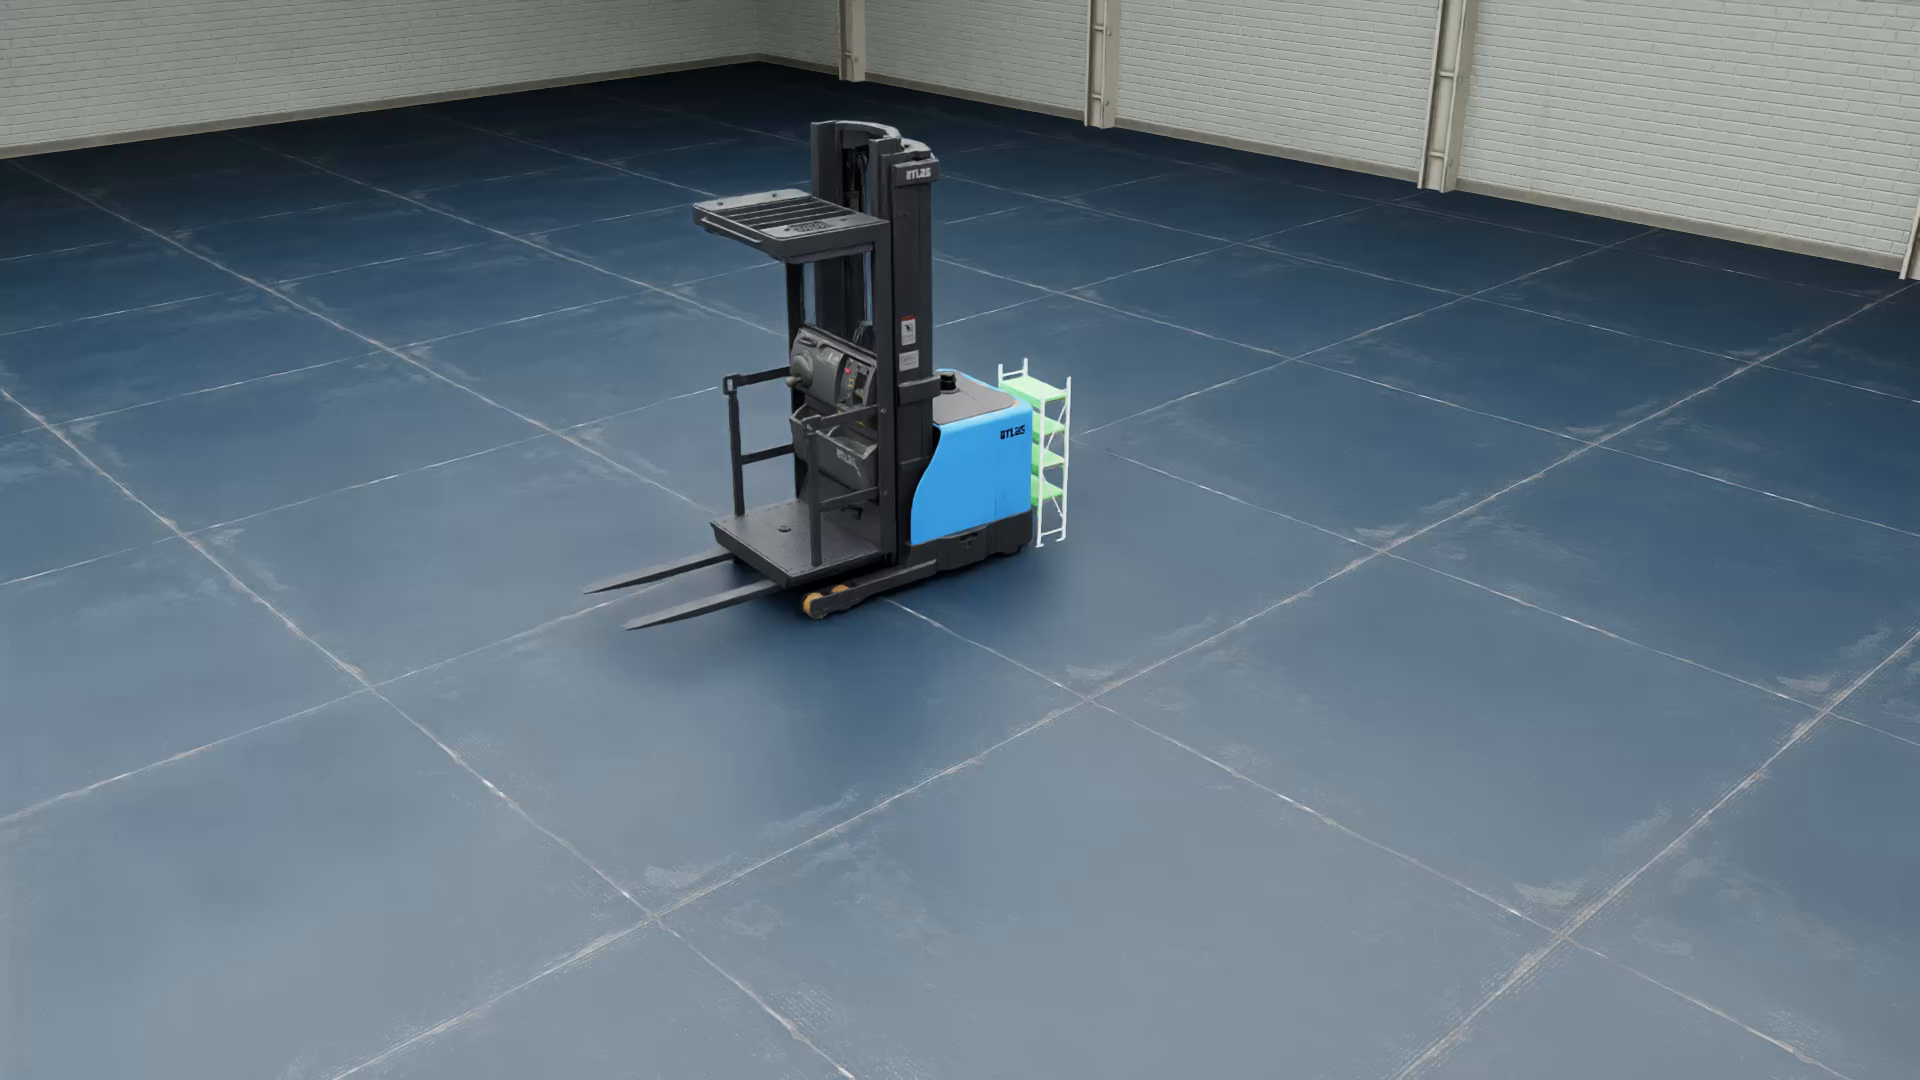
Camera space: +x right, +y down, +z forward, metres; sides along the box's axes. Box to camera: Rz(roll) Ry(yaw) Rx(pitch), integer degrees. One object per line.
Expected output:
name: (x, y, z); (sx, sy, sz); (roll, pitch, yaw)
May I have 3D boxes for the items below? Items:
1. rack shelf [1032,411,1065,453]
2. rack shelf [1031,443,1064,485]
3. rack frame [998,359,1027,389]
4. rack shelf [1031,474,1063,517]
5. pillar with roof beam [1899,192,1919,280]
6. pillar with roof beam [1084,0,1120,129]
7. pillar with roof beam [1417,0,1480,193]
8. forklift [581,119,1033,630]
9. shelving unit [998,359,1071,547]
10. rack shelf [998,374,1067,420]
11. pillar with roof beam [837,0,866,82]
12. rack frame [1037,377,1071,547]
rack shelf: (0.506, -0.771, 11.568); (0.258, 0.148, 0.480); (-16, 29, -32)
rack shelf: (0.504, -0.552, 11.666); (0.258, 0.148, 0.480); (-16, 29, -32)
rack frame: (0.365, -0.694, 11.822); (0.240, 1.200, 0.015); (-16, 29, -32)
rack shelf: (0.503, -0.334, 11.765); (0.258, 0.148, 0.480); (-16, 29, -32)
pillar with roof beam: (7.235, -5.681, 13.360); (9.100, 9.000, 0.400); (-21, 32, -38)
pillar with roof beam: (-0.967, -9.316, 21.330); (9.100, 9.000, 0.400); (-21, 32, -38)
pillar with roof beam: (3.134, -7.499, 17.345); (9.100, 9.000, 0.400); (-21, 32, -38)
forklift: (-0.985, -1.075, 10.574); (3.031, 2.935, 1.130); (-17, 29, -33)
shelving unit: (0.505, -0.611, 11.640); (0.258, 1.200, 0.503); (-16, 29, -32)
rack shelf: (0.508, -0.990, 11.469); (0.258, 0.148, 0.480); (-16, 29, -32)
pillar with roof beam: (-5.068, -11.134, 25.315); (9.100, 9.000, 0.400); (-21, 32, -38)
rack frame: (0.645, -0.528, 11.458); (0.240, 1.200, 0.015); (-16, 29, -32)
